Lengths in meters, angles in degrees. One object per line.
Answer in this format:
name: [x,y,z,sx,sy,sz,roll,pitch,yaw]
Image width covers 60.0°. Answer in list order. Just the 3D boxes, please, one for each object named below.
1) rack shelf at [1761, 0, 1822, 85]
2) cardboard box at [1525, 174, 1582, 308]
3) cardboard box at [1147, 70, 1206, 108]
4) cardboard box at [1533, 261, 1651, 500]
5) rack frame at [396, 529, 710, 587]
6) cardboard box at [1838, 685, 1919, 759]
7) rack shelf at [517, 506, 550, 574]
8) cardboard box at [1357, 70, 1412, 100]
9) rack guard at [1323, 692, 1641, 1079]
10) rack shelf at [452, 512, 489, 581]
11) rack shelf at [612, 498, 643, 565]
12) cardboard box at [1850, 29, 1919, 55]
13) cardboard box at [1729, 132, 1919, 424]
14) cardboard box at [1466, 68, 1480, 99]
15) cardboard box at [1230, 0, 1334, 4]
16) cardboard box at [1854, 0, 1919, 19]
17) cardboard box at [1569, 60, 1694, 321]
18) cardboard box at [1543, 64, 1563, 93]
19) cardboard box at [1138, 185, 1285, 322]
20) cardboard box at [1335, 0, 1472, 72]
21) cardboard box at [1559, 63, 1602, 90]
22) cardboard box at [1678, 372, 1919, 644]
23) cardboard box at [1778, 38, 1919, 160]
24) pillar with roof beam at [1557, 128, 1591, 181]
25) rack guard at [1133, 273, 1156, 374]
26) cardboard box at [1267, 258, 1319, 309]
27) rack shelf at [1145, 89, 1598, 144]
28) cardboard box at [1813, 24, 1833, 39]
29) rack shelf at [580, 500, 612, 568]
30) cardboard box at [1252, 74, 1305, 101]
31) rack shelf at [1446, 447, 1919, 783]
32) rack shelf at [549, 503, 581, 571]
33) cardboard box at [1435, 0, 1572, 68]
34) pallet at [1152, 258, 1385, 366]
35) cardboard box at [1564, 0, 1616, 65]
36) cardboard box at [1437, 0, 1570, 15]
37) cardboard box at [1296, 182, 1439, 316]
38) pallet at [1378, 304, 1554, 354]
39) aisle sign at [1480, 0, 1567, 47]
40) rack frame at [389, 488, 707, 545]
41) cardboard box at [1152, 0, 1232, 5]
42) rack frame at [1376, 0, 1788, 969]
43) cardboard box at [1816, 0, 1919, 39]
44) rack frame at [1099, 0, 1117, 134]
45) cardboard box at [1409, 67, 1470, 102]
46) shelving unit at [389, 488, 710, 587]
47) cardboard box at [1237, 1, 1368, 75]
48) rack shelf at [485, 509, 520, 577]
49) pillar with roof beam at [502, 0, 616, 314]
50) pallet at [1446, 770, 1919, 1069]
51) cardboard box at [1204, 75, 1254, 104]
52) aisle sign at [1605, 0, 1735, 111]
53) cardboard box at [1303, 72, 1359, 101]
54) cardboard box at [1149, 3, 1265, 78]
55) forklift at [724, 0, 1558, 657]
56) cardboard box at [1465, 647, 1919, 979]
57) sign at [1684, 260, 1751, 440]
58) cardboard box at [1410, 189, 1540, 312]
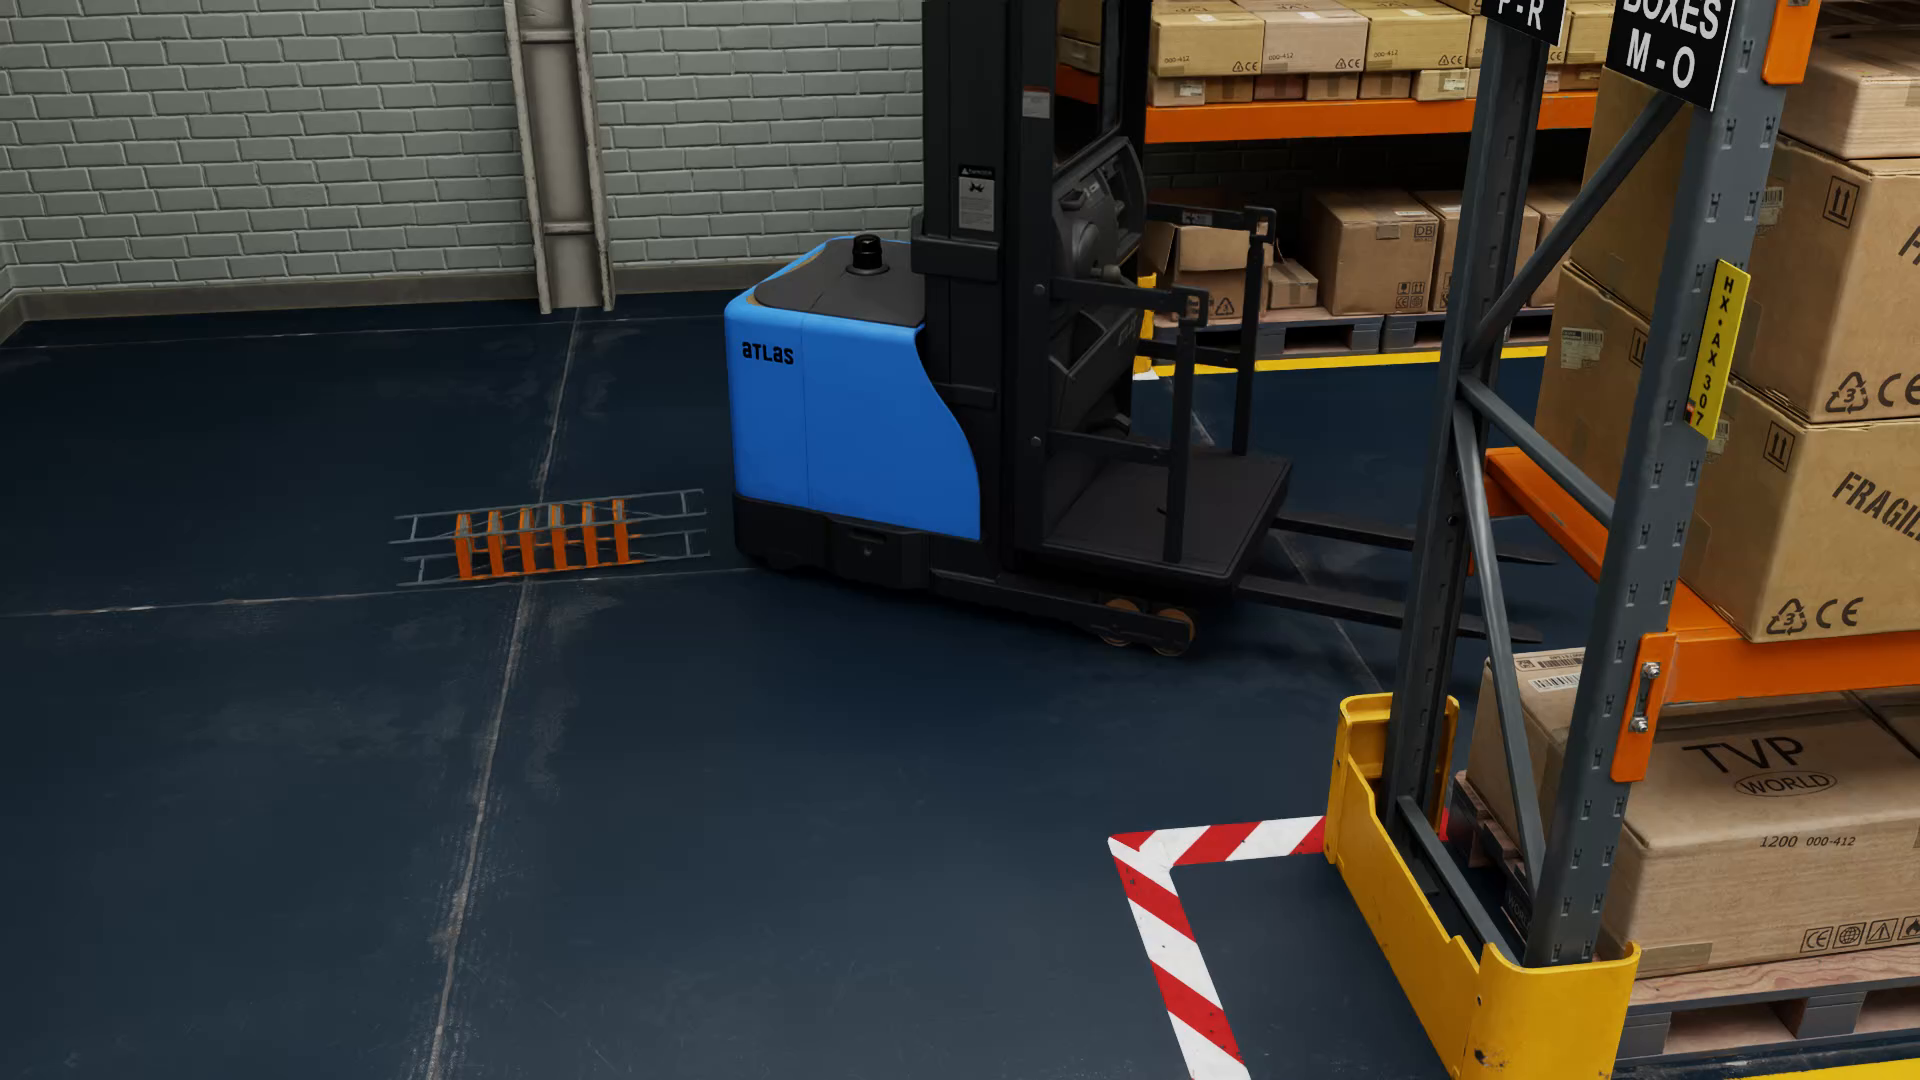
rack shelf: [3.328,-1.327,3.554,4.000,0.370,1.077,-4,27,-7]
cardboard box: [3.151,-1.603,8.866,0.500,0.500,0.700,-5,28,-9]
cardboard box: [1.016,-2.214,8.055,0.250,0.149,0.380,-4,27,-8]
cardboard box: [1.788,-0.381,4.096,0.500,0.500,0.500,-4,27,-7]
rack frame: [-1.603,0.068,6.604,1.200,0.006,0.240,-6,28,-10]
cardboard box: [2.892,0.618,4.606,0.875,0.438,0.875,-3,27,-6]
rack shelf: [-1.678,-0.006,6.549,0.103,0.180,0.258,-6,28,-10]
cardboard box: [2.038,-2.292,8.206,0.250,0.149,0.380,-3,27,-6]
rack guard: [1.324,0.928,4.394,0.348,0.500,1.175,-4,27,-7]
rack shelf: [-1.913,0.017,6.506,0.103,0.180,0.258,-6,28,-10]
rack shelf: [-1.325,-0.041,6.612,0.103,0.180,0.258,-6,28,-10]
cardboard box: [1.987,-0.910,3.322,0.250,0.149,0.380,-3,27,-6]
cardboard box: [1.863,-0.577,3.384,0.500,0.500,0.500,-4,27,-8]
cardboard box: [2.557,-2.300,8.222,0.250,0.149,0.380,-3,27,-6]
cardboard box: [1.582,-2.676,8.519,0.500,0.250,0.500,-4,27,-7]
cardboard box: [2.167,-1.158,3.807,0.250,0.149,0.380,-4,27,-8]
cardboard box: [1.792,-0.813,3.845,0.500,0.500,0.500,-3,27,-5]
cardboard box: [2.802,-2.347,8.314,0.250,0.149,0.380,-4,27,-7]
cardboard box: [1.271,-1.502,8.665,0.637,0.503,0.797,-5,28,-9]
cardboard box: [2.140,-2.468,8.113,0.500,0.250,0.500,-4,27,-8]
cardboard box: [3.040,-2.384,8.387,0.250,0.149,0.380,-3,27,-6]
cardboard box: [1.863,-0.131,3.610,0.500,0.500,0.500,-4,27,-8]
cardboard box: [1.738,-0.861,3.227,0.250,0.149,0.380,-3,27,-6]
pillar with roof beam: [4.398,-3.770,4.240,0.400,9.000,9.100,-4,27,-7]
rack guard: [0.728,-1.322,8.779,0.348,0.500,1.175,-4,27,-7]
cardboard box: [1.697,-1.353,8.765,0.250,0.149,0.380,-5,28,-9]
rack shelf: [2.633,-2.237,8.611,4.000,0.370,1.077,-4,27,-7]
cardboard box: [1.675,-1.077,3.648,0.250,0.149,0.380,-3,27,-6]
rack shelf: [-1.443,-0.030,6.591,0.103,0.180,0.258,-6,28,-10]
cardboard box: [1.517,-2.284,8.191,0.250,0.149,0.380,-4,27,-8]
rack shelf: [3.328,0.007,4.238,4.000,0.370,1.077,-4,27,-7]
rack shelf: [-1.560,-0.018,6.570,0.103,0.180,0.258,-6,28,-10]
cardboard box: [2.643,-2.510,8.195,0.500,0.250,0.500,-4,27,-8]
pallet: [1.517,-1.245,8.945,1.213,0.211,1.003,-4,27,-7]
cardboard box: [3.153,-2.542,8.258,0.500,0.250,0.500,-4,27,-7]
cardboard box: [2.625,-2.831,7.999,0.500,0.500,0.500,-3,27,-6]
cardboard box: [2.123,-1.537,8.738,0.500,0.500,0.700,-3,27,-5]
pallet: [2.723,-1.321,9.093,1.213,0.211,1.003,-4,27,-7]
aisle sign: [1.233,-1.478,3.497,0.004,0.787,0.394,-4,27,-7]
rack frame: [-1.604,-0.095,6.520,1.200,0.006,0.240,-6,28,-10]
cardboard box: [1.071,-2.644,8.456,0.500,0.250,0.500,-3,27,-6]
rack frame: [1.348,-0.186,3.826,0.127,3.000,1.000,-4,27,-7]
cardboard box: [1.923,-1.104,3.701,0.250,0.149,0.380,-3,27,-6]
rack frame: [0.652,-2.429,8.199,0.127,3.000,1.000,-4,27,-7]
cardboard box: [2.299,-2.274,8.171,0.250,0.149,0.380,-4,27,-9]
shelving unit: [-1.604,-0.014,6.562,1.200,0.189,0.258,-6,28,-10]
cardboard box: [1.639,-2.434,8.047,0.500,0.250,0.500,-3,27,-7]
rack shelf: [-1.795,0.005,6.528,0.103,0.180,0.258,-6,28,-10]
pillar with roof beam: [-1.543,-3.388,3.496,0.400,9.000,9.100,-4,27,-7]
pallet: [2.129,0.969,4.631,1.213,0.211,1.003,-4,27,-7]
cardboard box: [1.262,-2.252,8.128,0.250,0.149,0.380,-3,27,-6]
aisle sign: [1.317,-1.207,2.968,0.004,0.787,0.394,-4,27,-7]
cardboard box: [1.776,-2.272,8.168,0.250,0.149,0.380,-3,27,-5]
cardboard box: [1.139,-2.402,7.984,0.500,0.250,0.500,-4,27,-7]
forklift: [0.682,-1.164,5.807,3.031,2.935,1.130,10,29,20]
cardboard box: [1.987,0.680,4.485,0.875,0.438,0.875,-5,28,-9]
sign: [1.419,-0.355,3.121,0.005,0.325,0.100,-4,27,-7]
cardboard box: [2.661,-1.525,8.715,0.500,0.500,0.500,-3,27,-6]
